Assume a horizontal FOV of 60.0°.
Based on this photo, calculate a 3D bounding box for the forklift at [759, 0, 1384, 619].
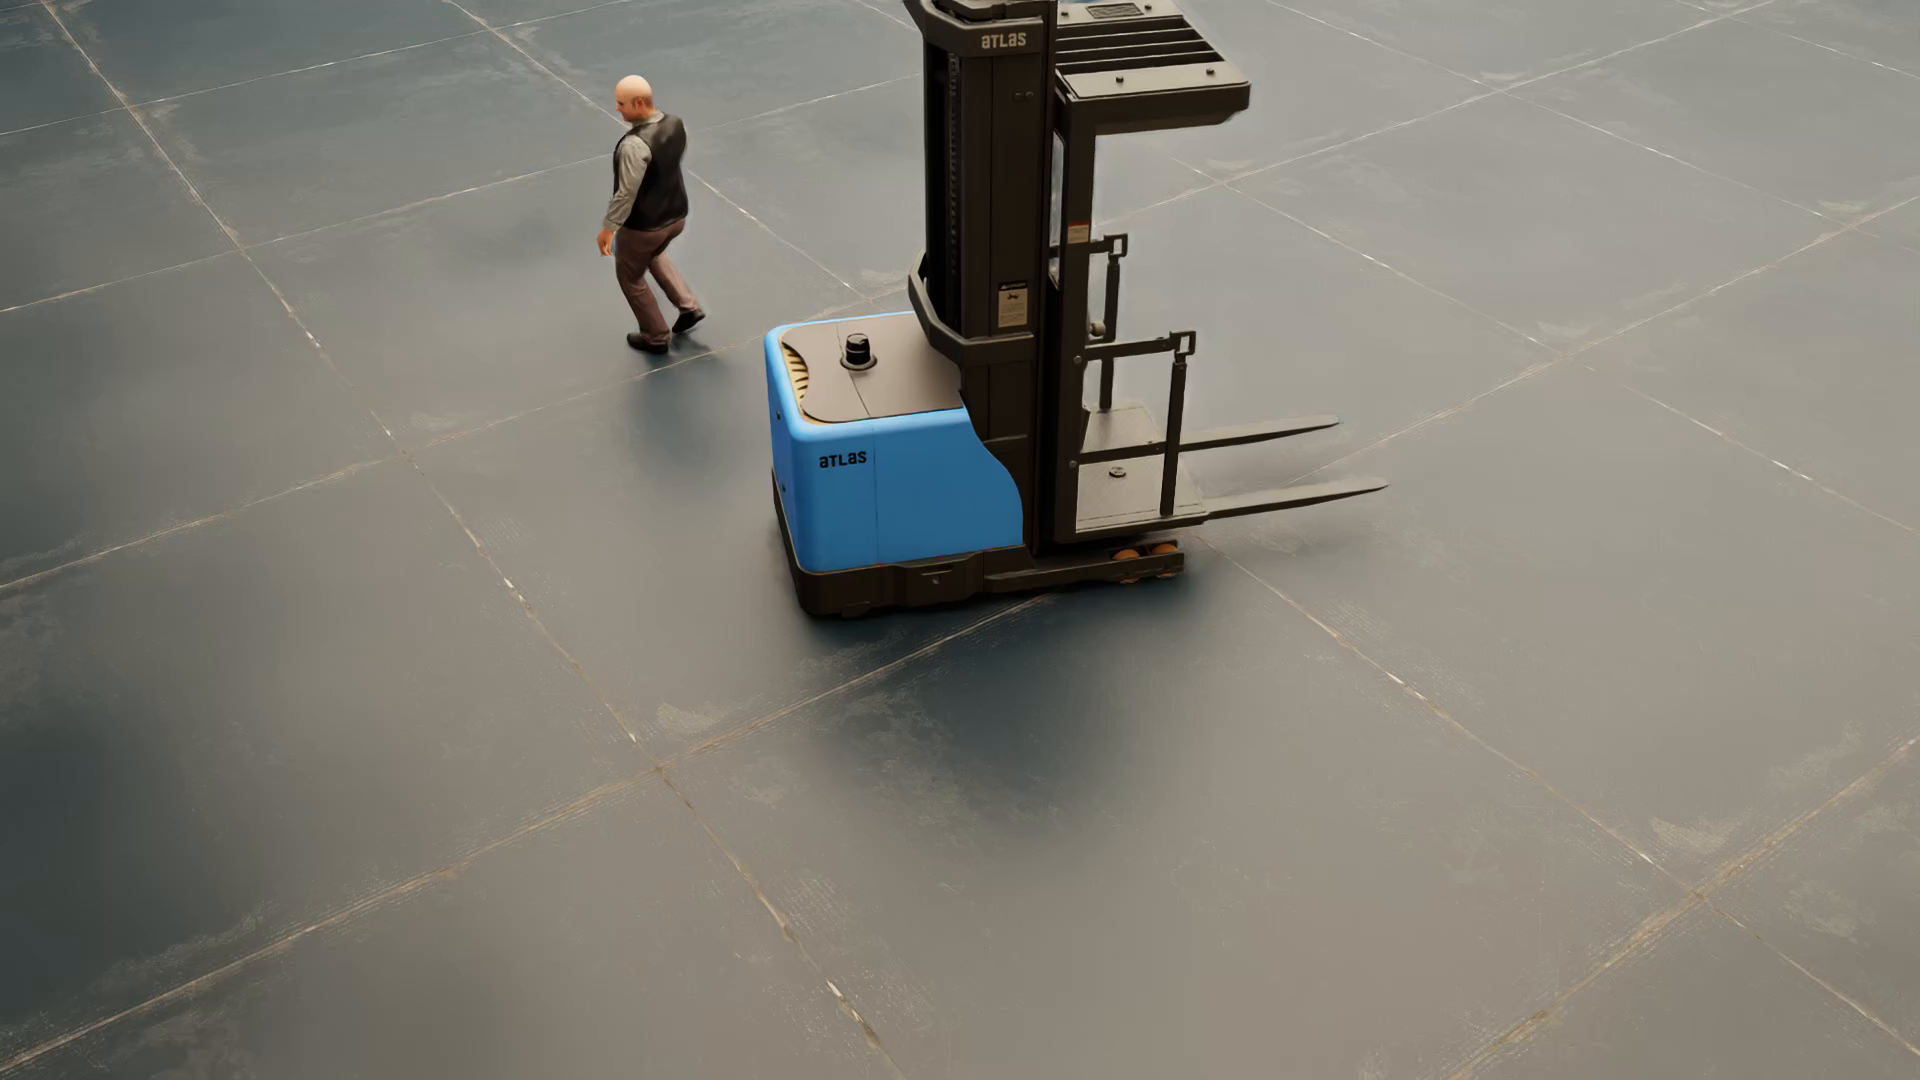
[{"bbox_3d":[0.594,-1.261,7.650,3.031,2.935,1.130,-8,37,-11],"label":"forklift"}]

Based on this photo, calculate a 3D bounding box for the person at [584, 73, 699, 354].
[{"bbox_3d":[-1.837,-1.833,9.480,0.489,1.702,0.782,22,42,26],"label":"person"}]
